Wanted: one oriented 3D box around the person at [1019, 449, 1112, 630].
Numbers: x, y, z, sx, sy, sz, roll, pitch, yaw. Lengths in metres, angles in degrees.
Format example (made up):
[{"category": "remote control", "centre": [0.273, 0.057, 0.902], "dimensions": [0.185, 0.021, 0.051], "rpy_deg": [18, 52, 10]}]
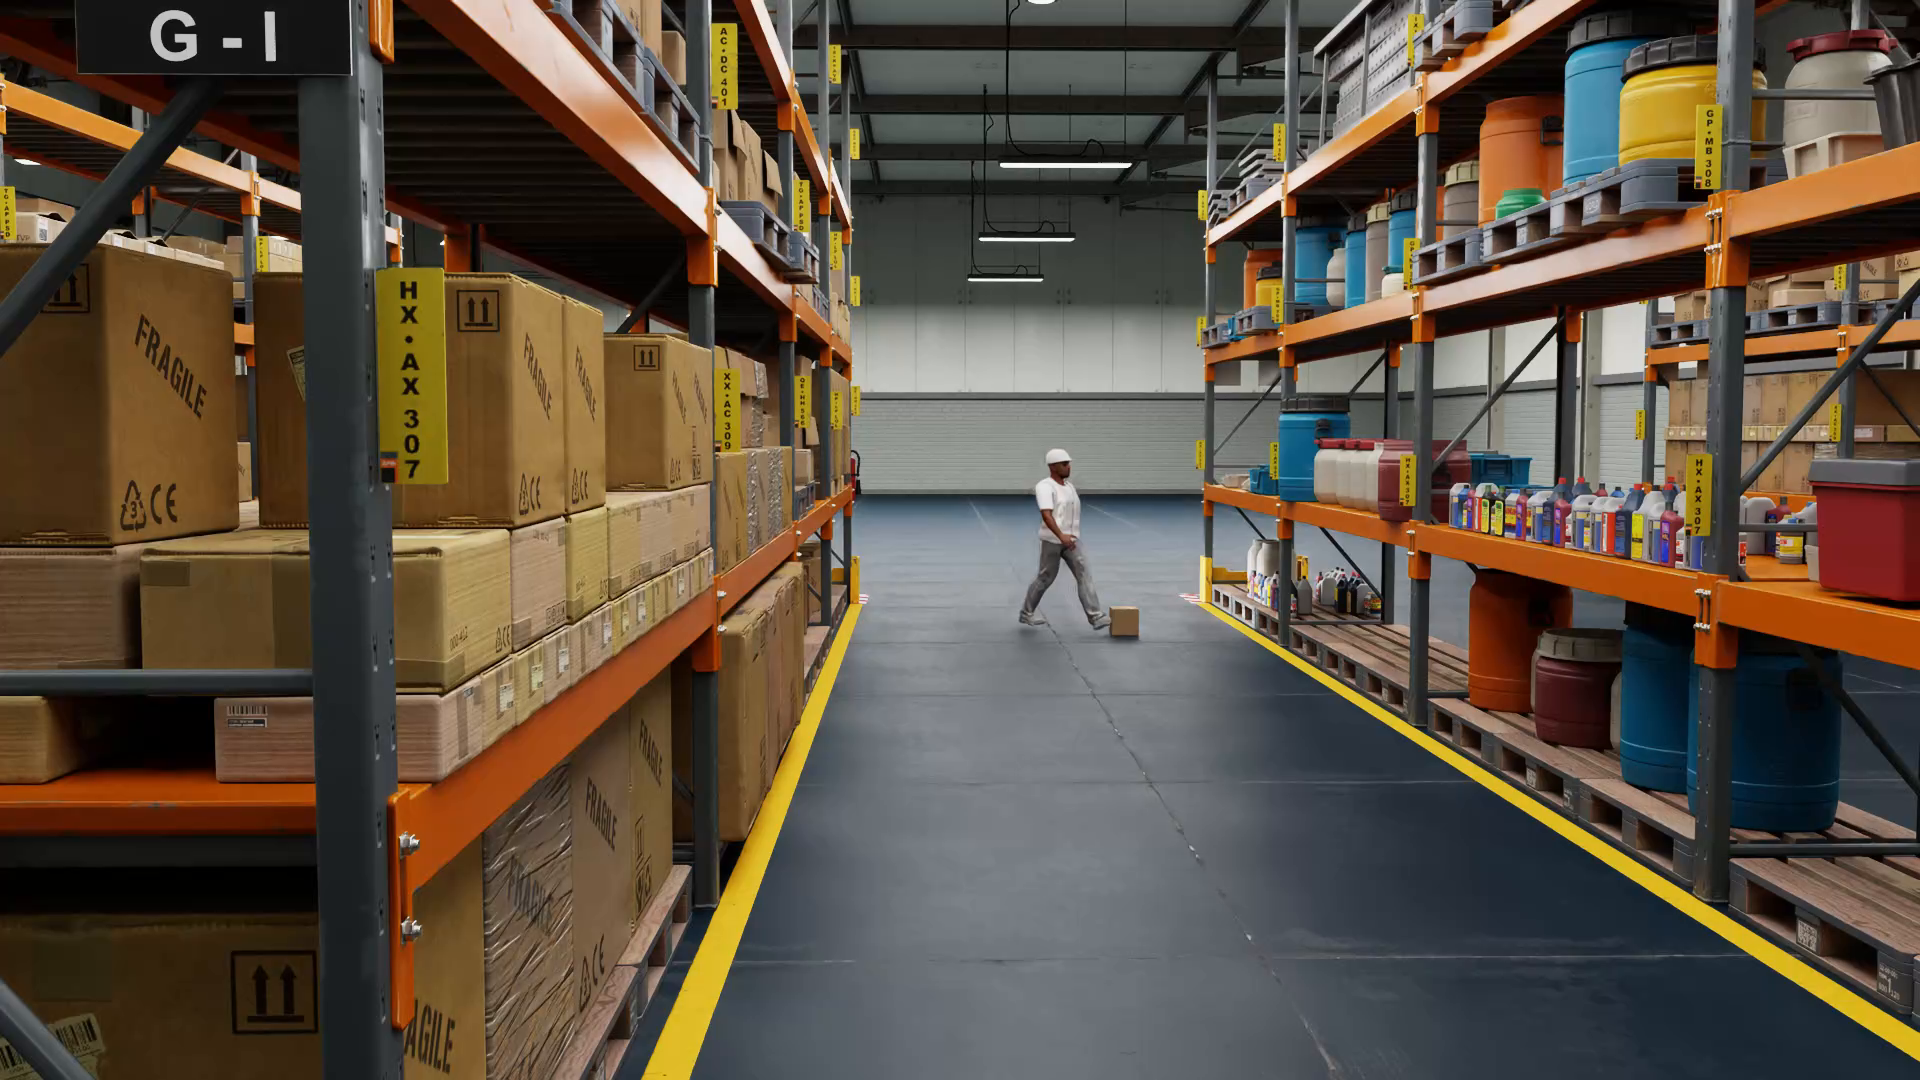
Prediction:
[{"category": "person", "centre": [1.015, -0.004, 15.705], "dimensions": [1.054, 1.707, 0.578], "rpy_deg": [3, 5, 43]}]
